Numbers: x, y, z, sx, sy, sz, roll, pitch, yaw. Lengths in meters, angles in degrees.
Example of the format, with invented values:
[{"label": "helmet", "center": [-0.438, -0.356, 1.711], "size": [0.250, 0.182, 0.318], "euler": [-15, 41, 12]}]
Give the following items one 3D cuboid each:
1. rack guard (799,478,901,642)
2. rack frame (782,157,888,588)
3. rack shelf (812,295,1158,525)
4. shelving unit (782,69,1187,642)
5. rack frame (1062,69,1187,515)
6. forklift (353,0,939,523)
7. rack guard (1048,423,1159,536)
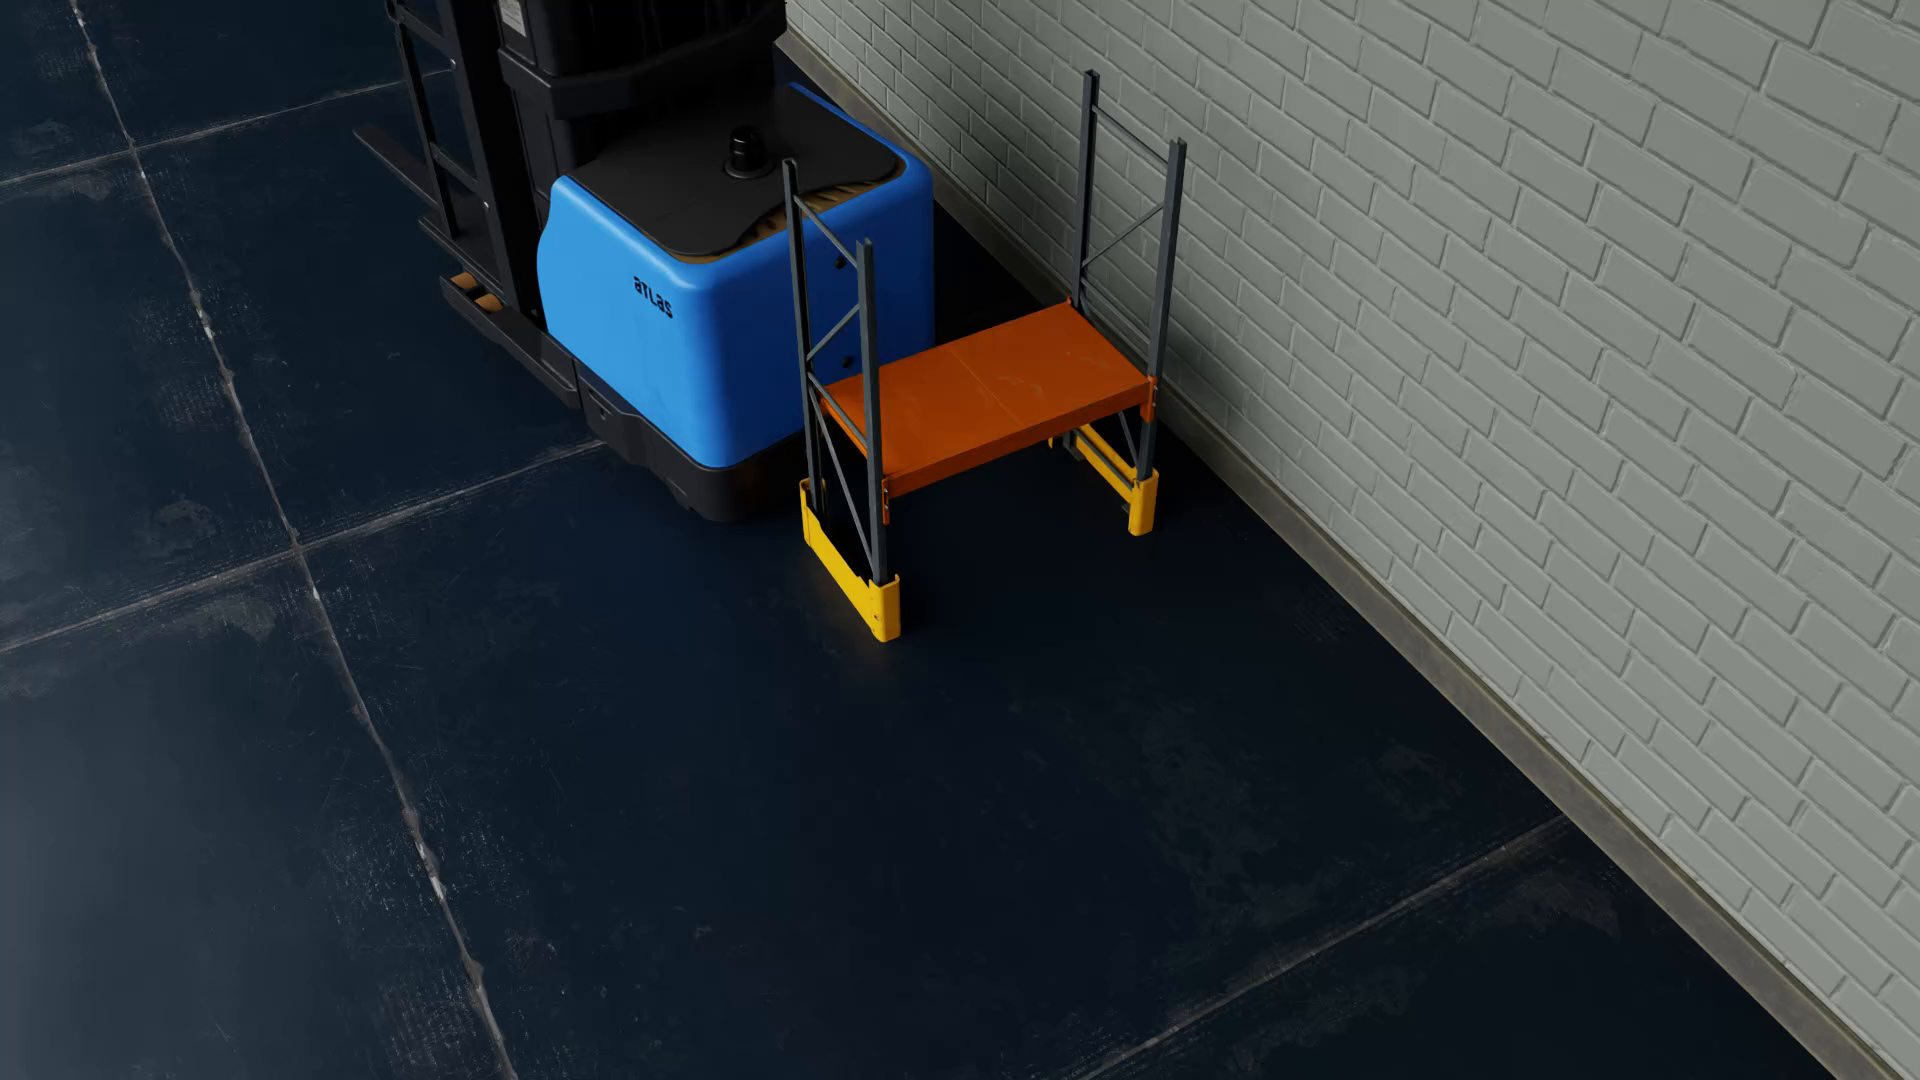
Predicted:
[{"label": "rack guard", "center": [-0.366, 0.057, 5.512], "size": [0.087, 0.250, 0.587], "euler": [-22, 48, -21]}, {"label": "rack frame", "center": [-0.367, -0.391, 5.076], "size": [0.032, 1.500, 0.500], "euler": [-22, 48, -21]}, {"label": "rack shelf", "center": [0.074, -0.439, 5.383], "size": [1.000, 0.185, 0.538], "euler": [-22, 48, -21]}, {"label": "shelving unit", "center": [0.066, -0.565, 5.255], "size": [1.083, 1.500, 0.587], "euler": [-22, 48, -21]}, {"label": "rack frame", "center": [0.515, -0.744, 5.440], "size": [0.032, 1.500, 0.500], "euler": [-22, 48, -21]}, {"label": "forklift", "center": [-1.420, -2.062, 5.770], "size": [1.130, 2.935, 3.031], "euler": [-31, 52, -28]}, {"label": "rack guard", "center": [0.498, -0.289, 5.868], "size": [0.087, 0.250, 0.587], "euler": [-22, 48, -21]}]
